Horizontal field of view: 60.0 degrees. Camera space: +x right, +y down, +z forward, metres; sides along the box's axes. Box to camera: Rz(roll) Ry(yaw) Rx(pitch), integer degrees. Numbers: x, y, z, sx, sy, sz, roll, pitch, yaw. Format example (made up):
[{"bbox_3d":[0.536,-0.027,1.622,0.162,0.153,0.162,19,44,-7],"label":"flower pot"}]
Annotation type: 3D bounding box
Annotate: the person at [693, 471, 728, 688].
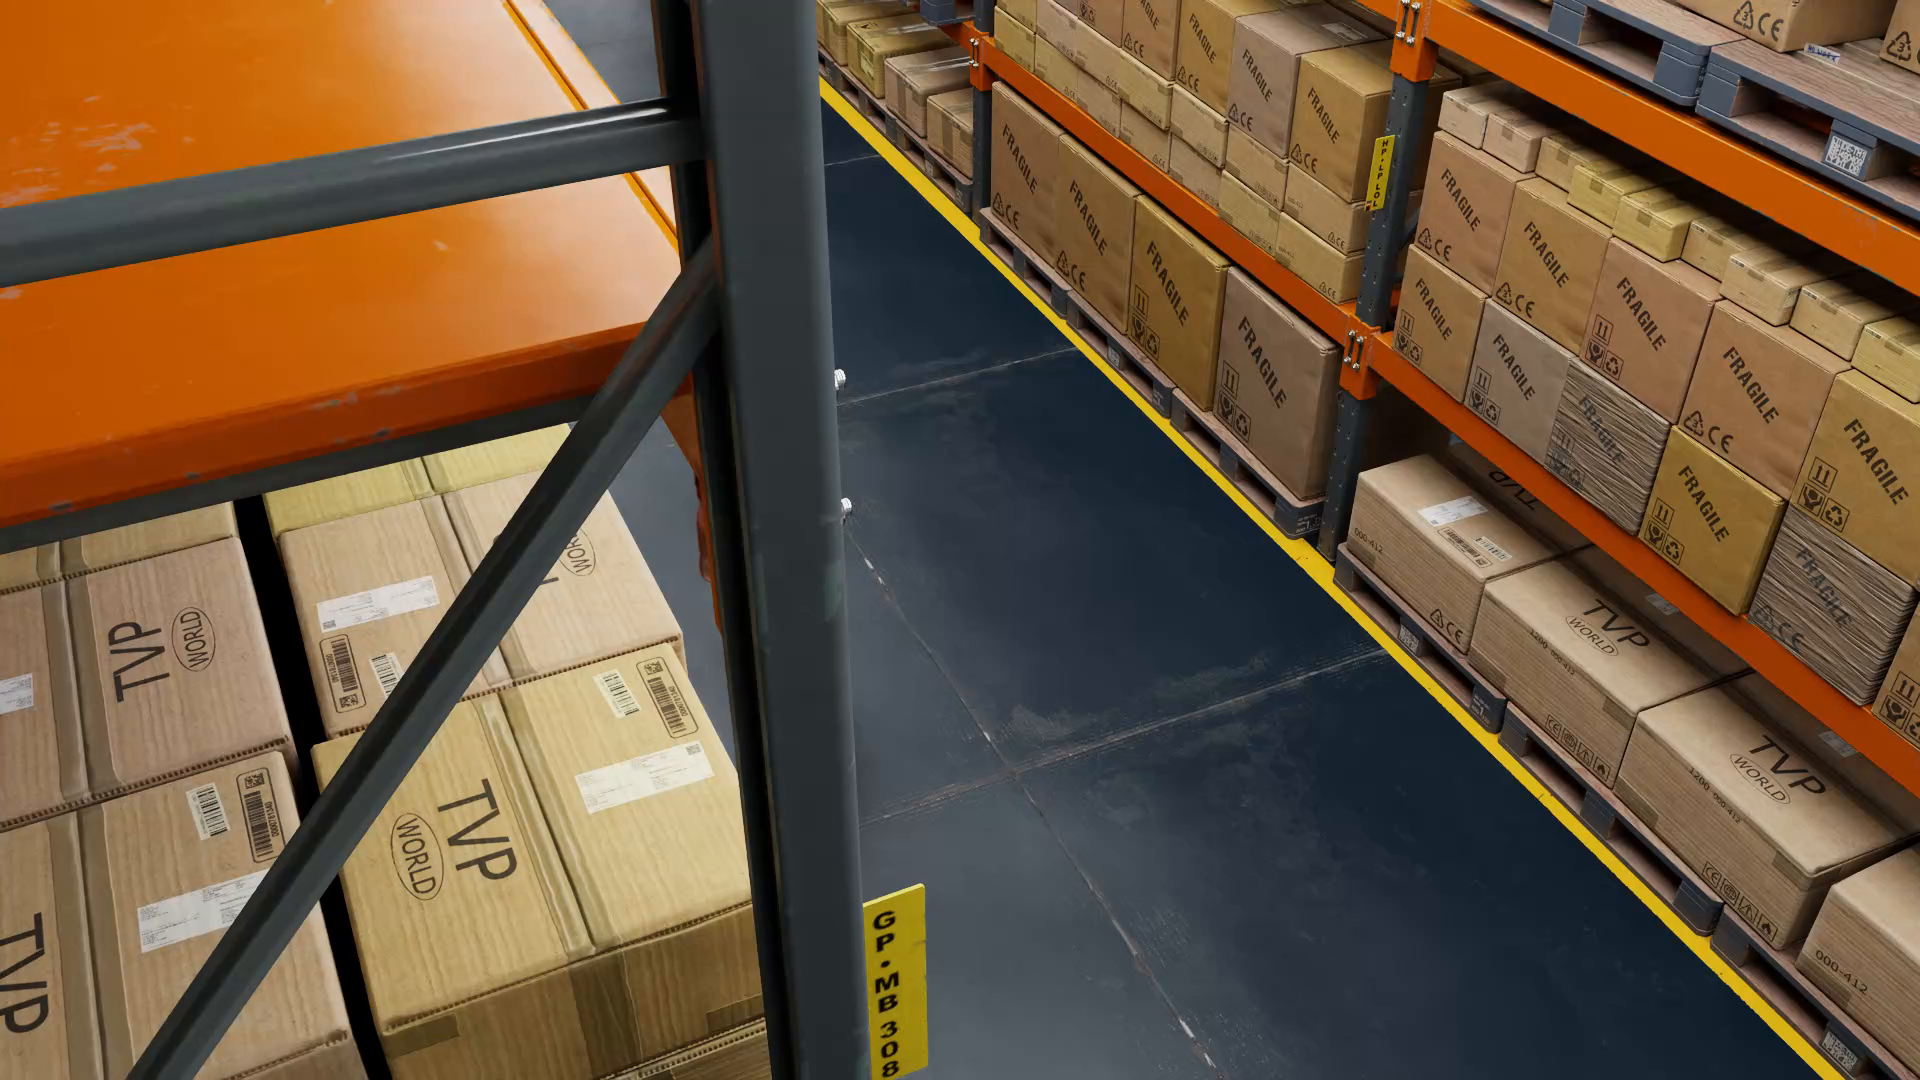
[{"bbox_3d":[-0.802,-0.014,6.885,0.606,1.727,0.399,-18,41,-22],"label":"person"}]
